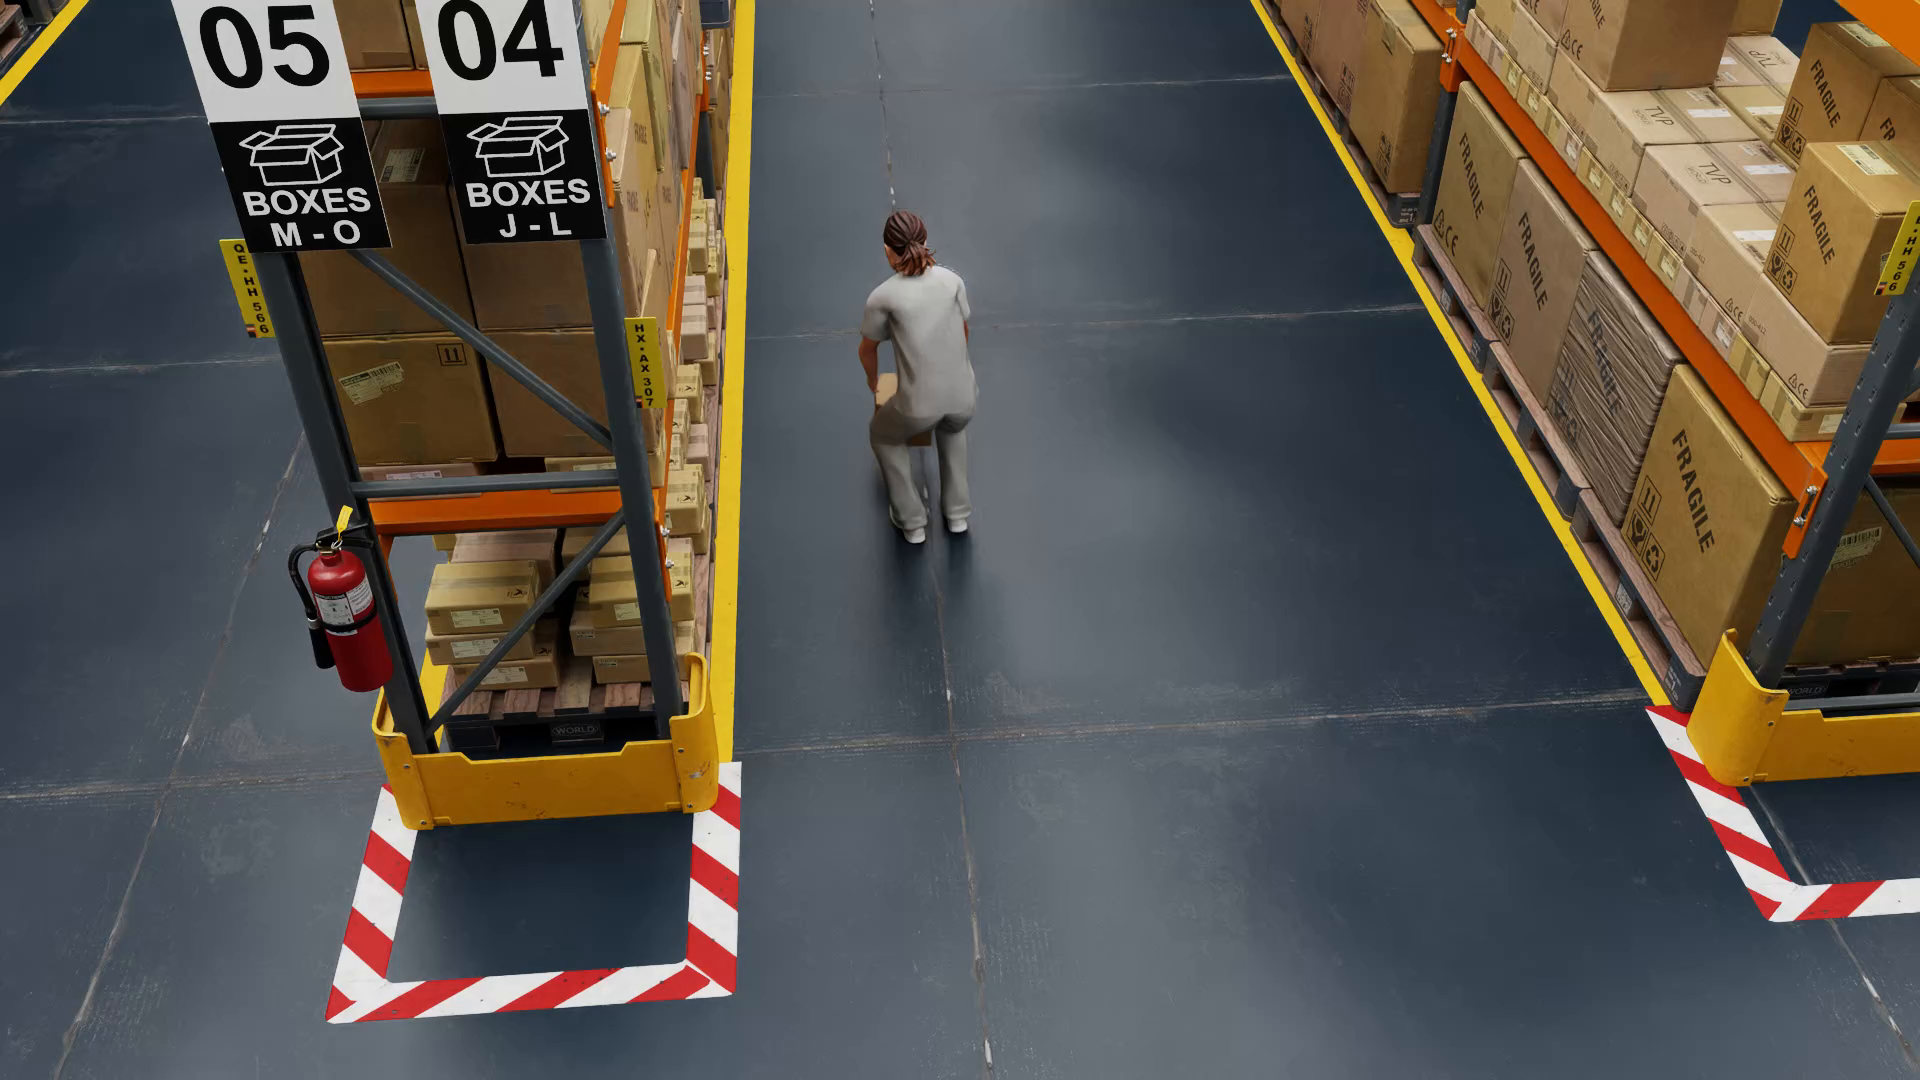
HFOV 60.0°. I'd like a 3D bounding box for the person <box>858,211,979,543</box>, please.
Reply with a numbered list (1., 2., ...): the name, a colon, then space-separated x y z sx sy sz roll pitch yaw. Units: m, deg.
1. person: -0.177 -0.662 7.134 0.488 1.469 0.574 -11 41 -13
